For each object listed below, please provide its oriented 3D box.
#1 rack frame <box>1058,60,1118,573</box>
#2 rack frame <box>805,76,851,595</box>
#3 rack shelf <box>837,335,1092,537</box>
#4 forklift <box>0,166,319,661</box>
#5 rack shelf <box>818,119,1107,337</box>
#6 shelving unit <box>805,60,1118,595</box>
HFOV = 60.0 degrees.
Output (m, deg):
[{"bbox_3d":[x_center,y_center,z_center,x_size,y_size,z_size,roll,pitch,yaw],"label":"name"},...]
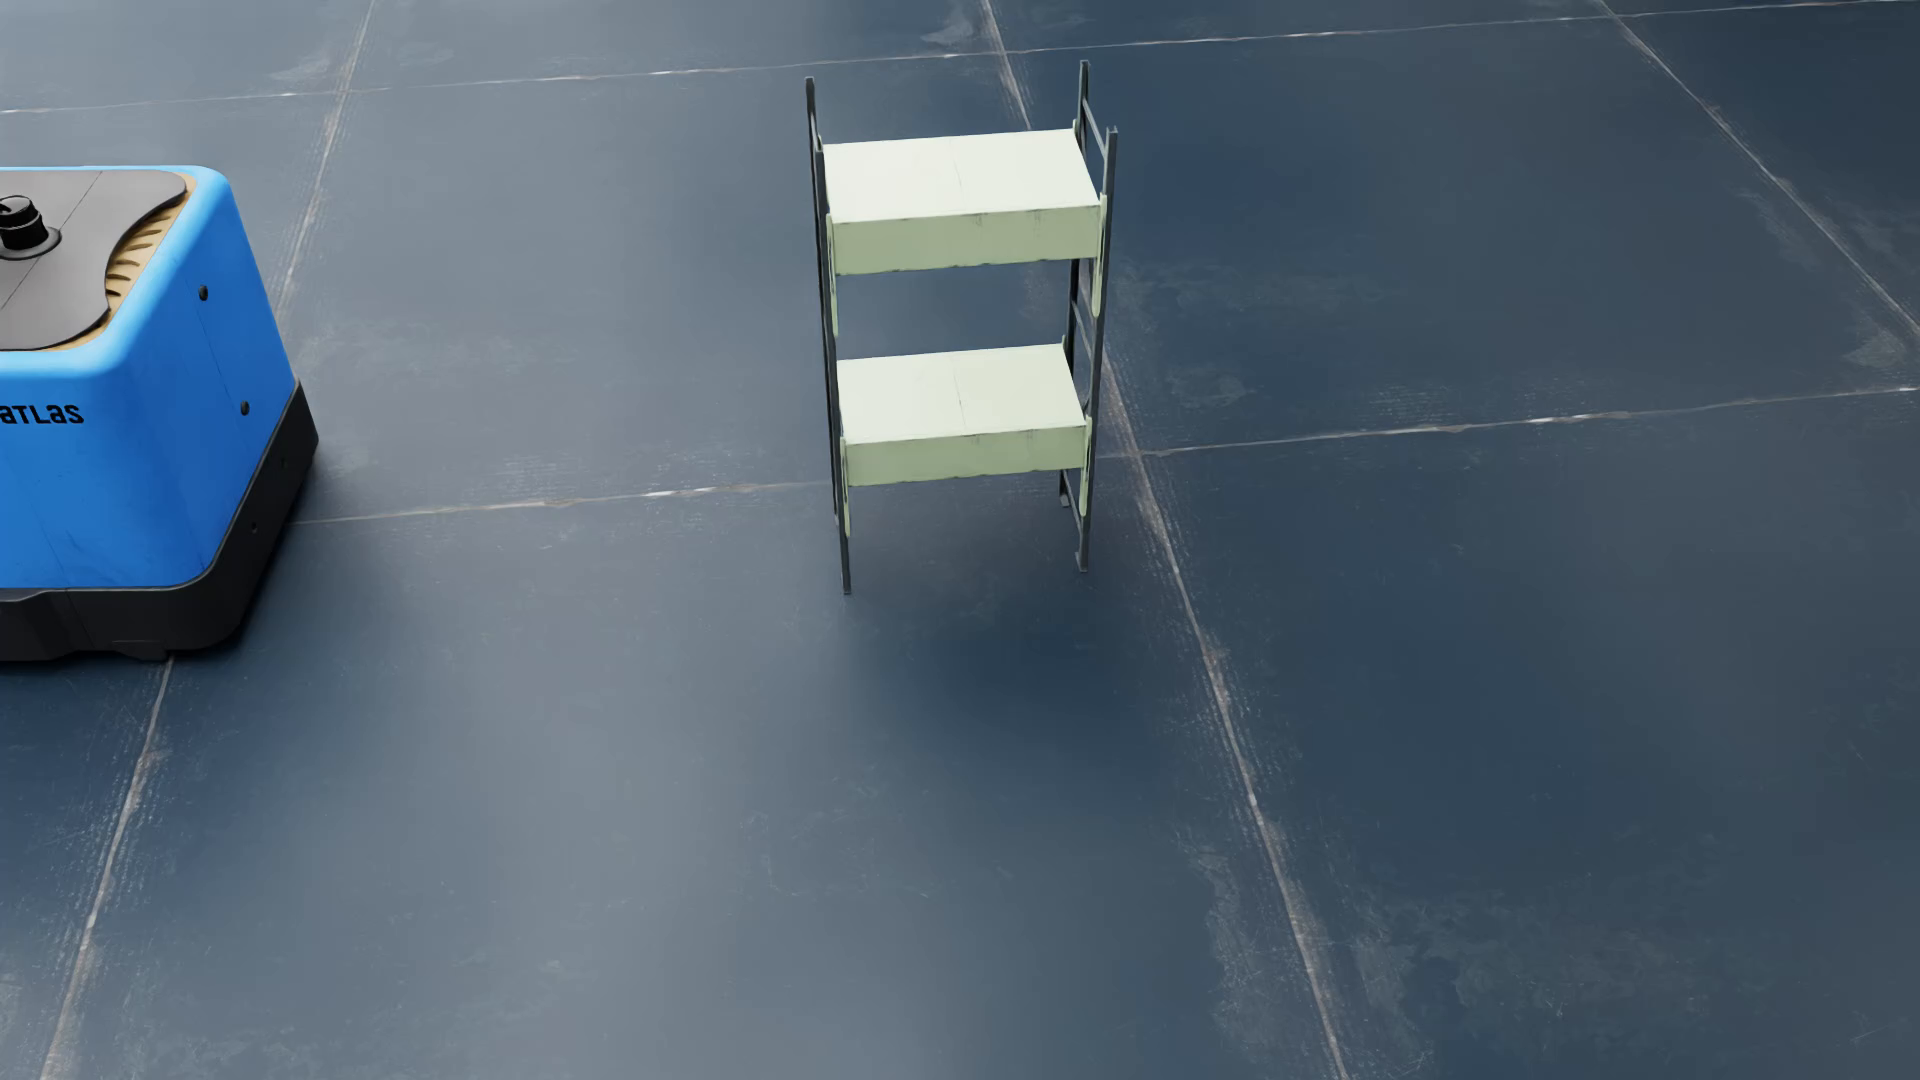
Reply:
[{"bbox_3d":[0.356,-0.588,4.782,0.023,1.500,0.400,-5,42,-6],"label":"rack frame"},{"bbox_3d":[-0.370,-0.525,4.712,0.023,1.500,0.400,-5,42,-6],"label":"rack frame"},{"bbox_3d":[-0.007,-0.314,4.965,0.720,0.370,0.431,-5,42,-6],"label":"rack shelf"},{"bbox_3d":[-3.630,-1.057,4.234,3.031,2.935,1.130,0,42,-1],"label":"forklift"},{"bbox_3d":[-0.007,-0.846,4.486,0.720,0.370,0.431,-5,42,-6],"label":"rack shelf"},{"bbox_3d":[-0.007,-0.556,4.747,0.755,1.500,0.431,-5,42,-6],"label":"shelving unit"}]
